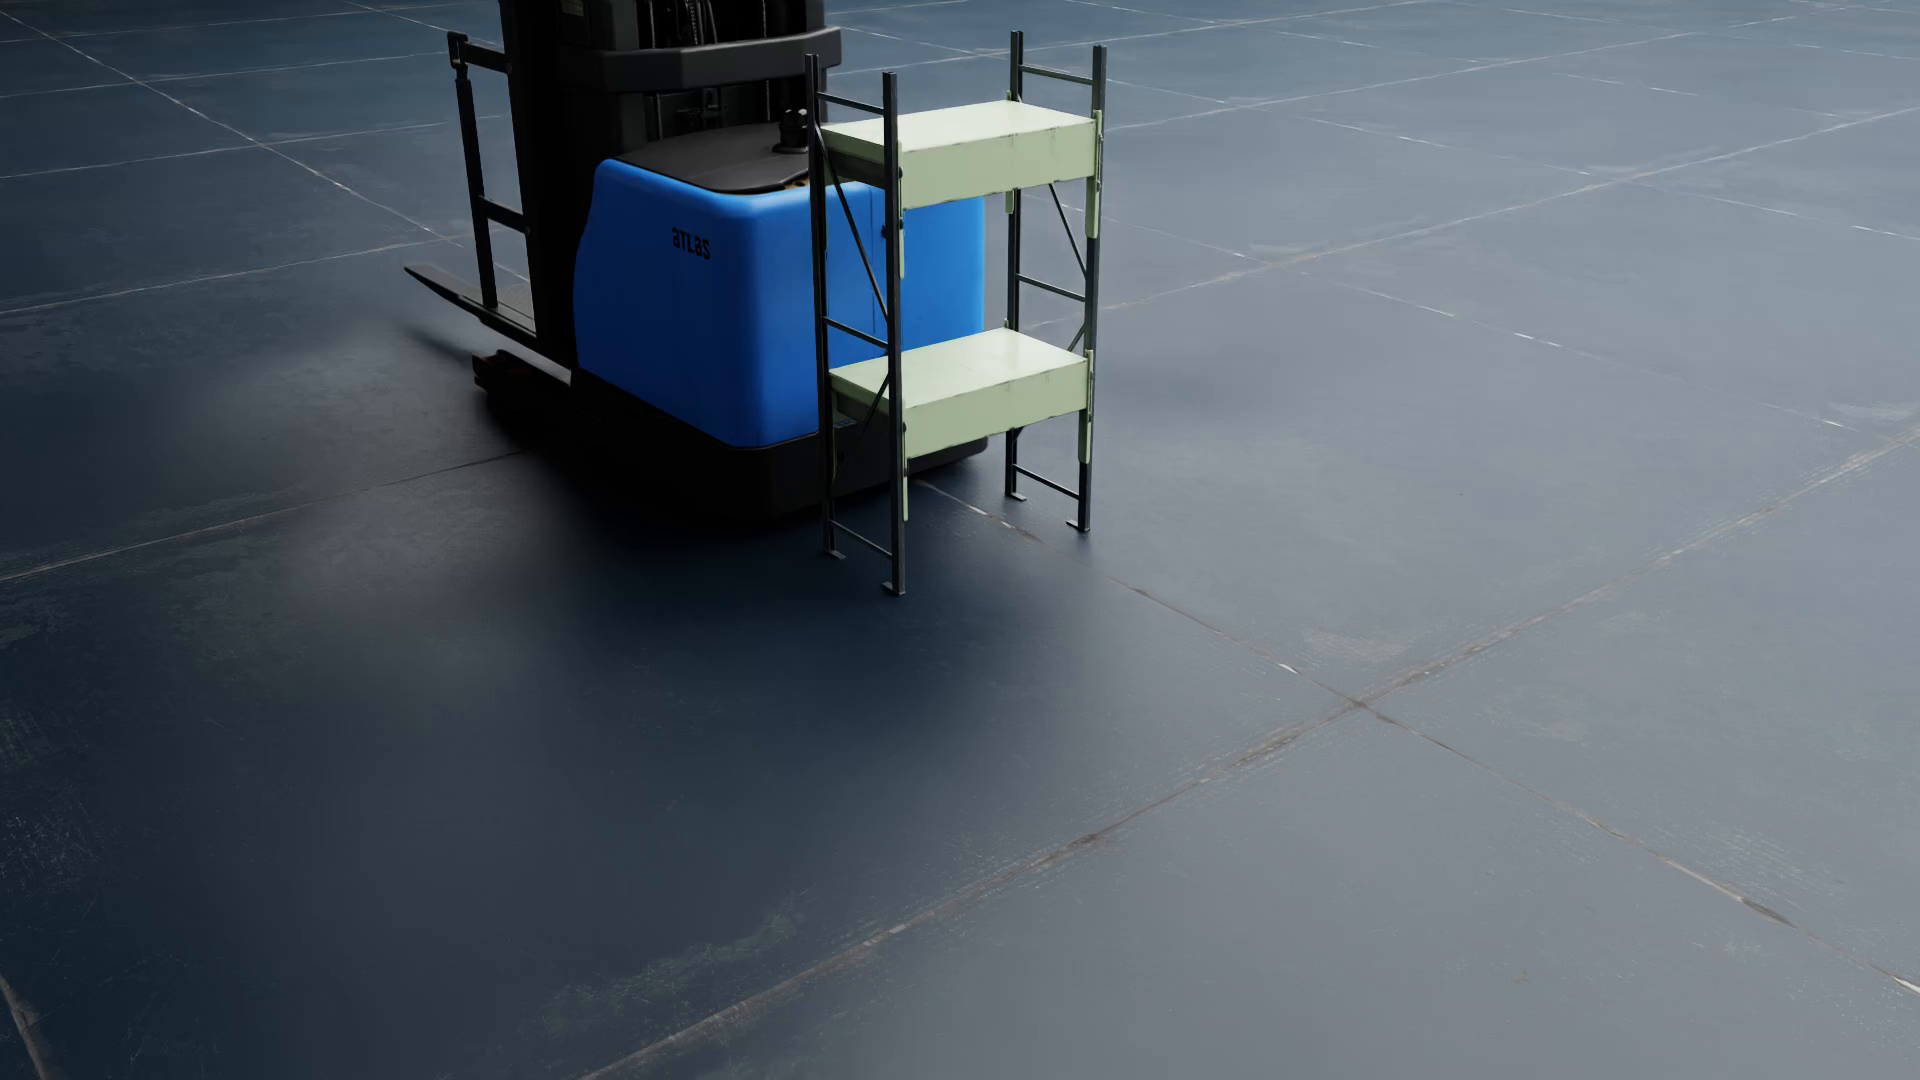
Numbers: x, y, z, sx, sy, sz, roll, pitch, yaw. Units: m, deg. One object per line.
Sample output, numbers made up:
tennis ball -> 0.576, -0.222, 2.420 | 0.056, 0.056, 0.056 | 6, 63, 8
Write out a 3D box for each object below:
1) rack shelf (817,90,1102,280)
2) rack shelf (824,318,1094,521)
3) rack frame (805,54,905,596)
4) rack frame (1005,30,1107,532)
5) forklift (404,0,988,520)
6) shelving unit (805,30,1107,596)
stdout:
rack shelf -> -0.005, -1.033, 4.766 | 0.720, 0.370, 0.431 | -18, 31, -34
rack shelf -> -0.005, -0.383, 5.068 | 0.720, 0.370, 0.431 | -18, 31, -34
rack frame -> -0.293, -0.583, 4.726 | 0.023, 1.500, 0.400 | -18, 31, -34
rack frame -> 0.283, -0.774, 5.135 | 0.023, 1.500, 0.400 | -18, 31, -34
forklift -> -1.230, -1.938, 5.943 | 1.130, 2.935, 3.031 | -19, 31, -35
shelving unit -> -0.005, -0.679, 4.931 | 0.755, 1.500, 0.431 | -18, 31, -34
